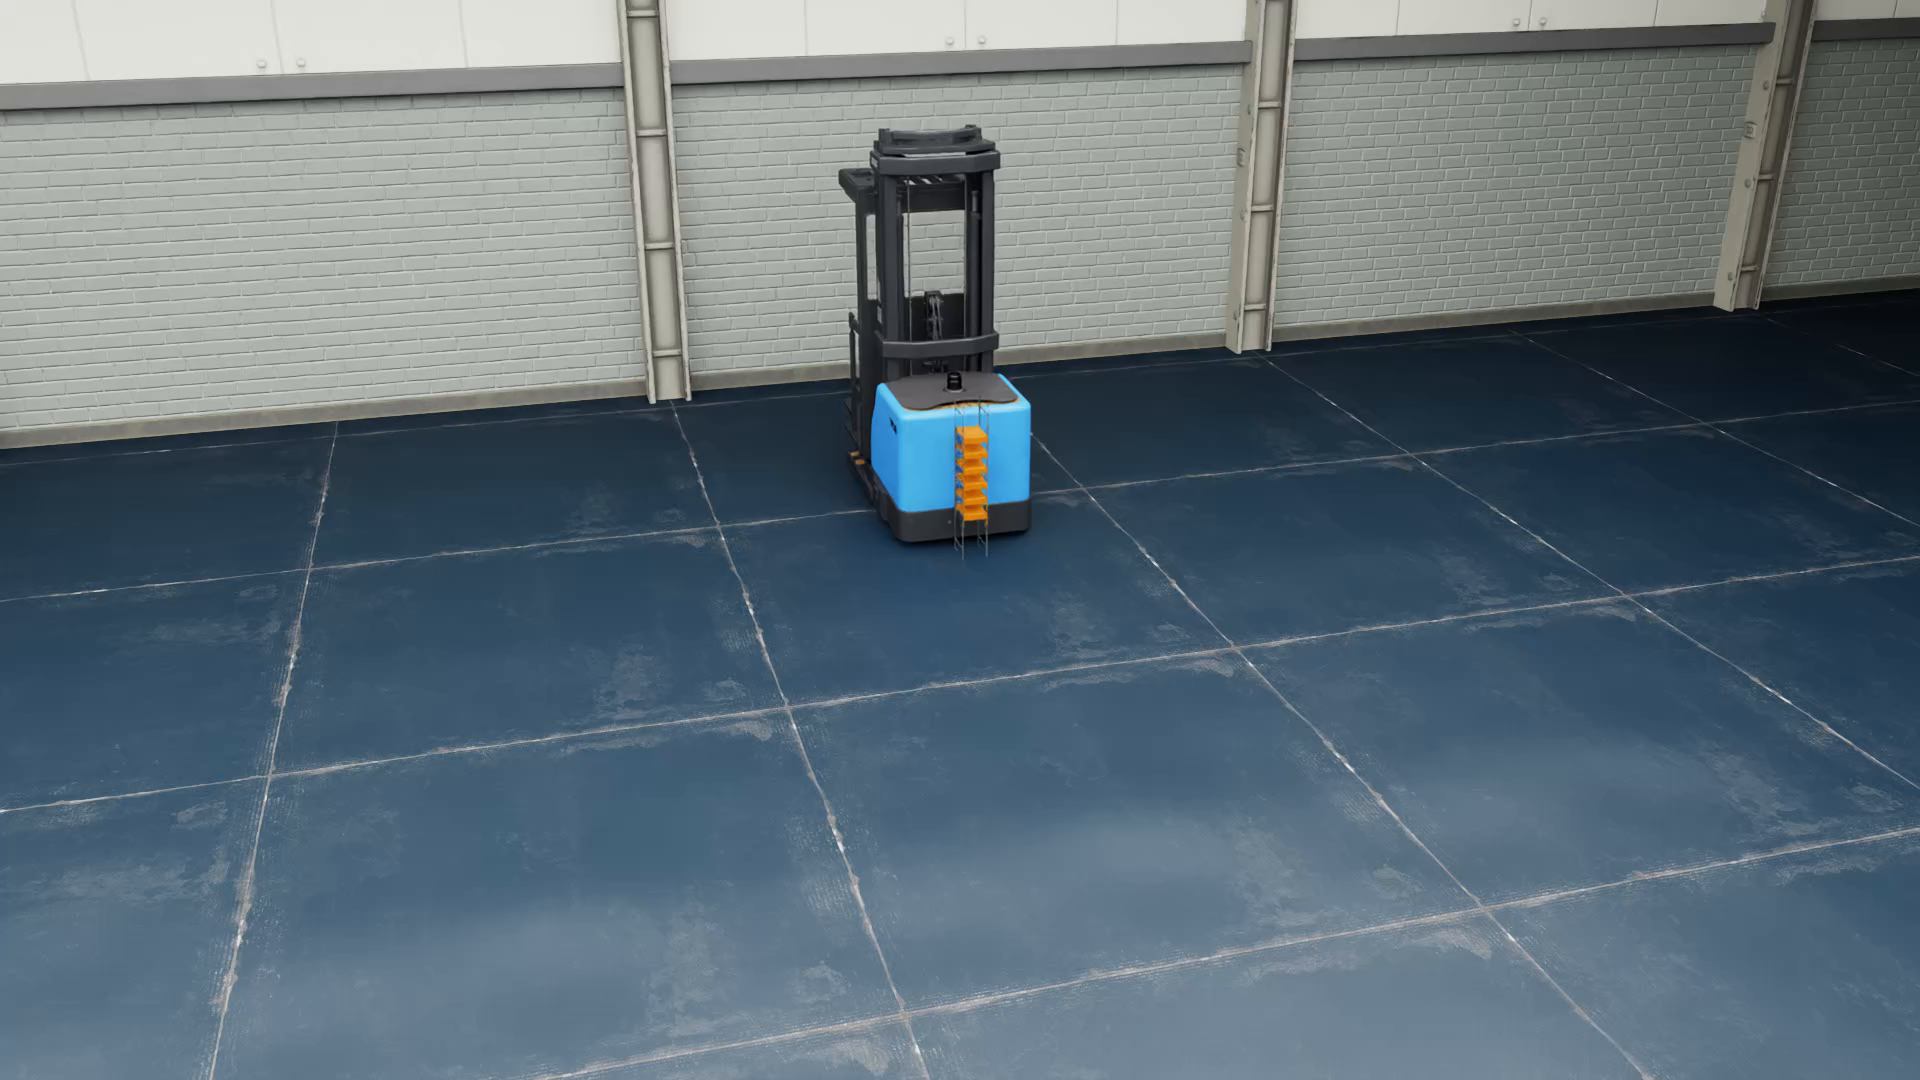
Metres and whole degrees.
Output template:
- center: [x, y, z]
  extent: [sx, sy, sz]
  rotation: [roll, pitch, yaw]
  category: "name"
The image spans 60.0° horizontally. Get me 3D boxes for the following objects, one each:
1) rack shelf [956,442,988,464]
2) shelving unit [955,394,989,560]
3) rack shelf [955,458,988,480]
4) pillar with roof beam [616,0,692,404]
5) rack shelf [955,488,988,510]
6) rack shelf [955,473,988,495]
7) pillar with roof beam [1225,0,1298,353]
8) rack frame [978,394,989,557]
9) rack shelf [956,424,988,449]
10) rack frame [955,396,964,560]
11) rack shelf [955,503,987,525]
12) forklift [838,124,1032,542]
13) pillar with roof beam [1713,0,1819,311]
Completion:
- center: [0.083, -0.634, 12.139]
  extent: [0.180, 0.103, 0.258]
  rotation: [-6, 24, -14]
  category: "rack shelf"
- center: [0.083, -0.455, 12.217]
  extent: [0.189, 1.200, 0.258]
  rotation: [-6, 24, -14]
  category: "shelving unit"
- center: [0.083, -0.524, 12.187]
  extent: [0.180, 0.103, 0.258]
  rotation: [-6, 24, -14]
  category: "rack shelf"
- center: [-1.611, -3.866, 10.279]
  extent: [0.400, 9.000, 9.100]
  rotation: [-6, 24, -14]
  category: "pillar with roof beam"
- center: [0.083, -0.304, 12.283]
  extent: [0.180, 0.103, 0.258]
  rotation: [-6, 24, -14]
  category: "rack shelf"
- center: [0.083, -0.414, 12.235]
  extent: [0.180, 0.103, 0.258]
  rotation: [-6, 24, -14]
  category: "rack shelf"
- center: [4.166, -4.506, 11.768]
  extent: [0.400, 9.000, 9.100]
  rotation: [-6, 24, -14]
  category: "pillar with roof beam"
- center: [0.171, -0.465, 12.239]
  extent: [0.006, 1.200, 0.240]
  rotation: [-6, 24, -14]
  category: "rack frame"
- center: [0.083, -0.744, 12.091]
  extent: [0.180, 0.103, 0.258]
  rotation: [-6, 24, -14]
  category: "rack shelf"
- center: [-0.005, -0.446, 12.195]
  extent: [0.006, 1.200, 0.240]
  rotation: [-6, 24, -14]
  category: "rack frame"
- center: [0.082, -0.194, 12.331]
  extent: [0.180, 0.103, 0.258]
  rotation: [-6, 24, -14]
  category: "rack shelf"
- center: [-0.332, -1.886, 13.357]
  extent: [1.130, 2.935, 3.031]
  rotation: [-6, 24, -14]
  category: "forklift"
- center: [9.943, -5.145, 13.258]
  extent: [0.400, 9.000, 9.100]
  rotation: [-6, 24, -14]
  category: "pillar with roof beam"
